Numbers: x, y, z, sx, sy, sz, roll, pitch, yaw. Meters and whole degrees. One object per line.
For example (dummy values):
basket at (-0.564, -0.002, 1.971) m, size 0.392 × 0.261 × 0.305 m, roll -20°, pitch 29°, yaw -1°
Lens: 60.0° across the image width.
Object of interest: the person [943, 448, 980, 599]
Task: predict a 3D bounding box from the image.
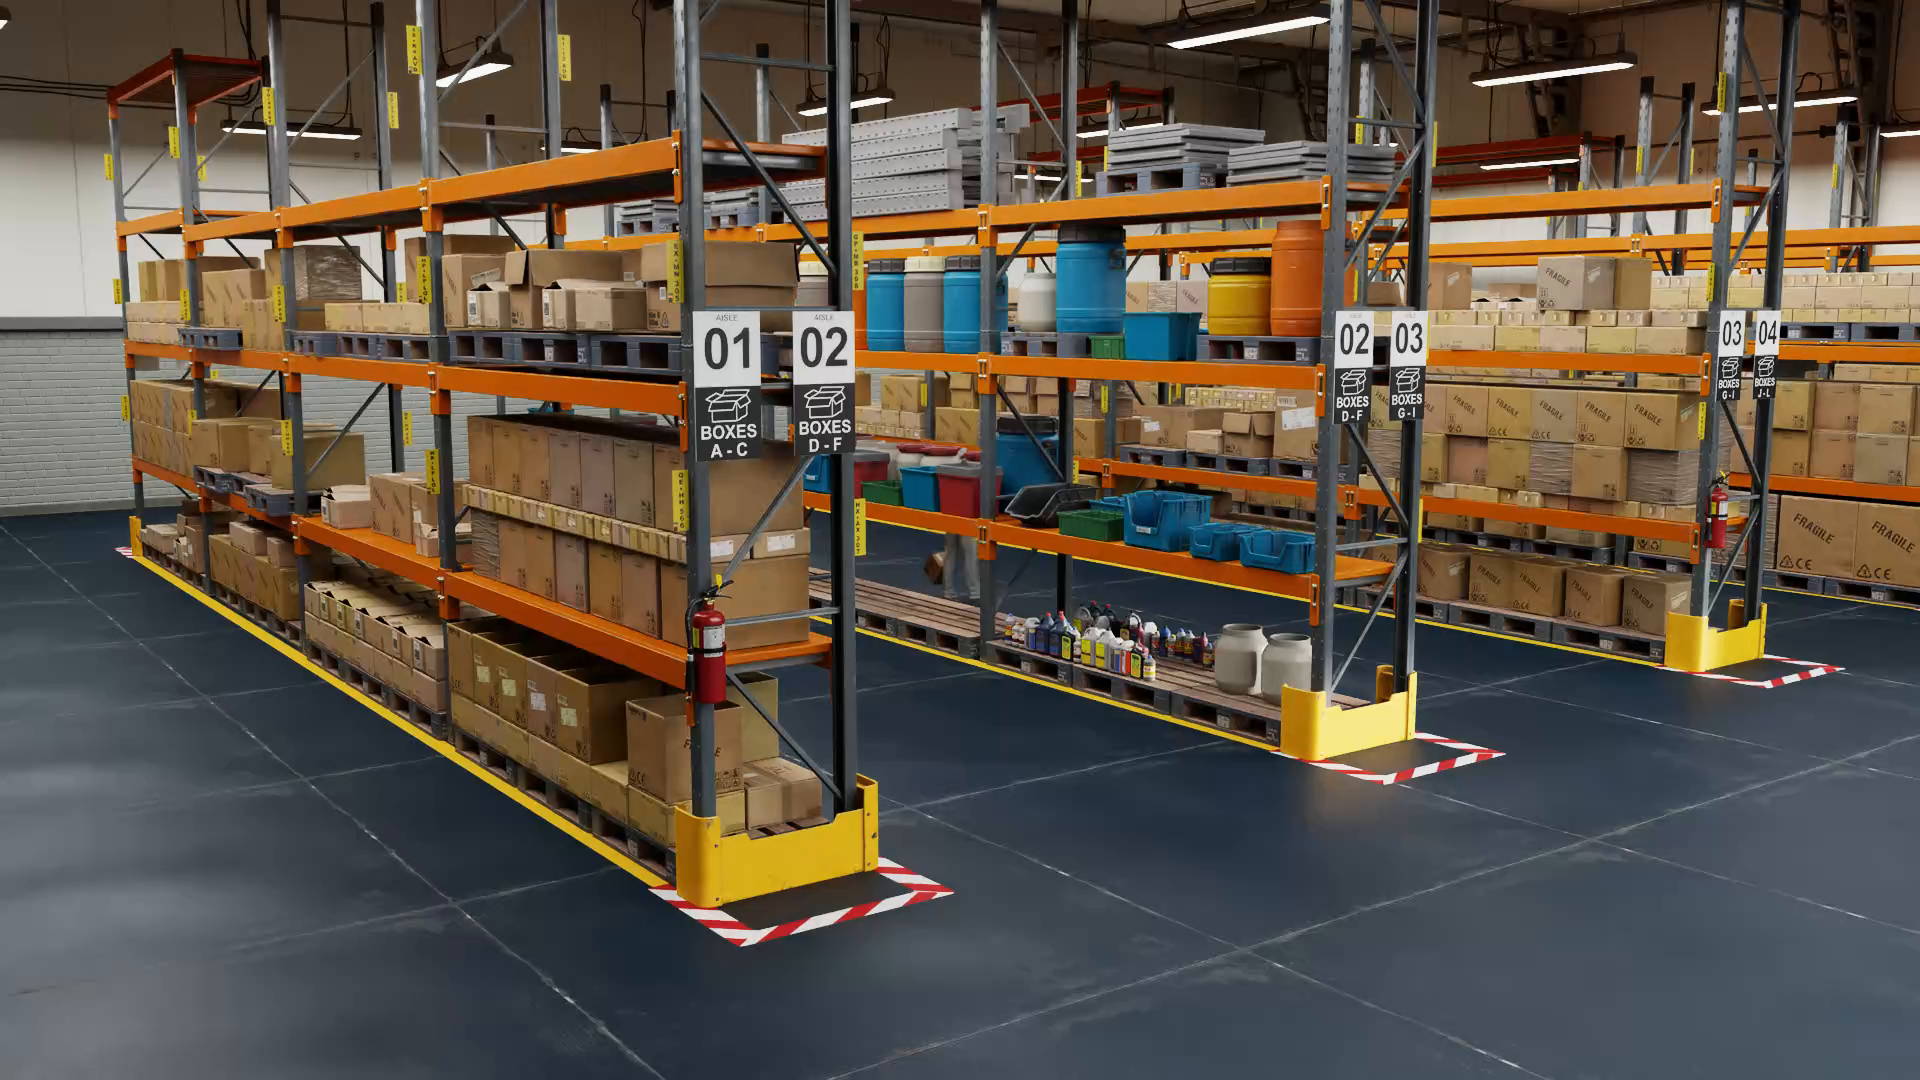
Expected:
person at (0.066, -0.182, 18.391) m, size 0.501 × 1.689 × 0.522 m, roll -5°, pitch 9°, yaw -30°
